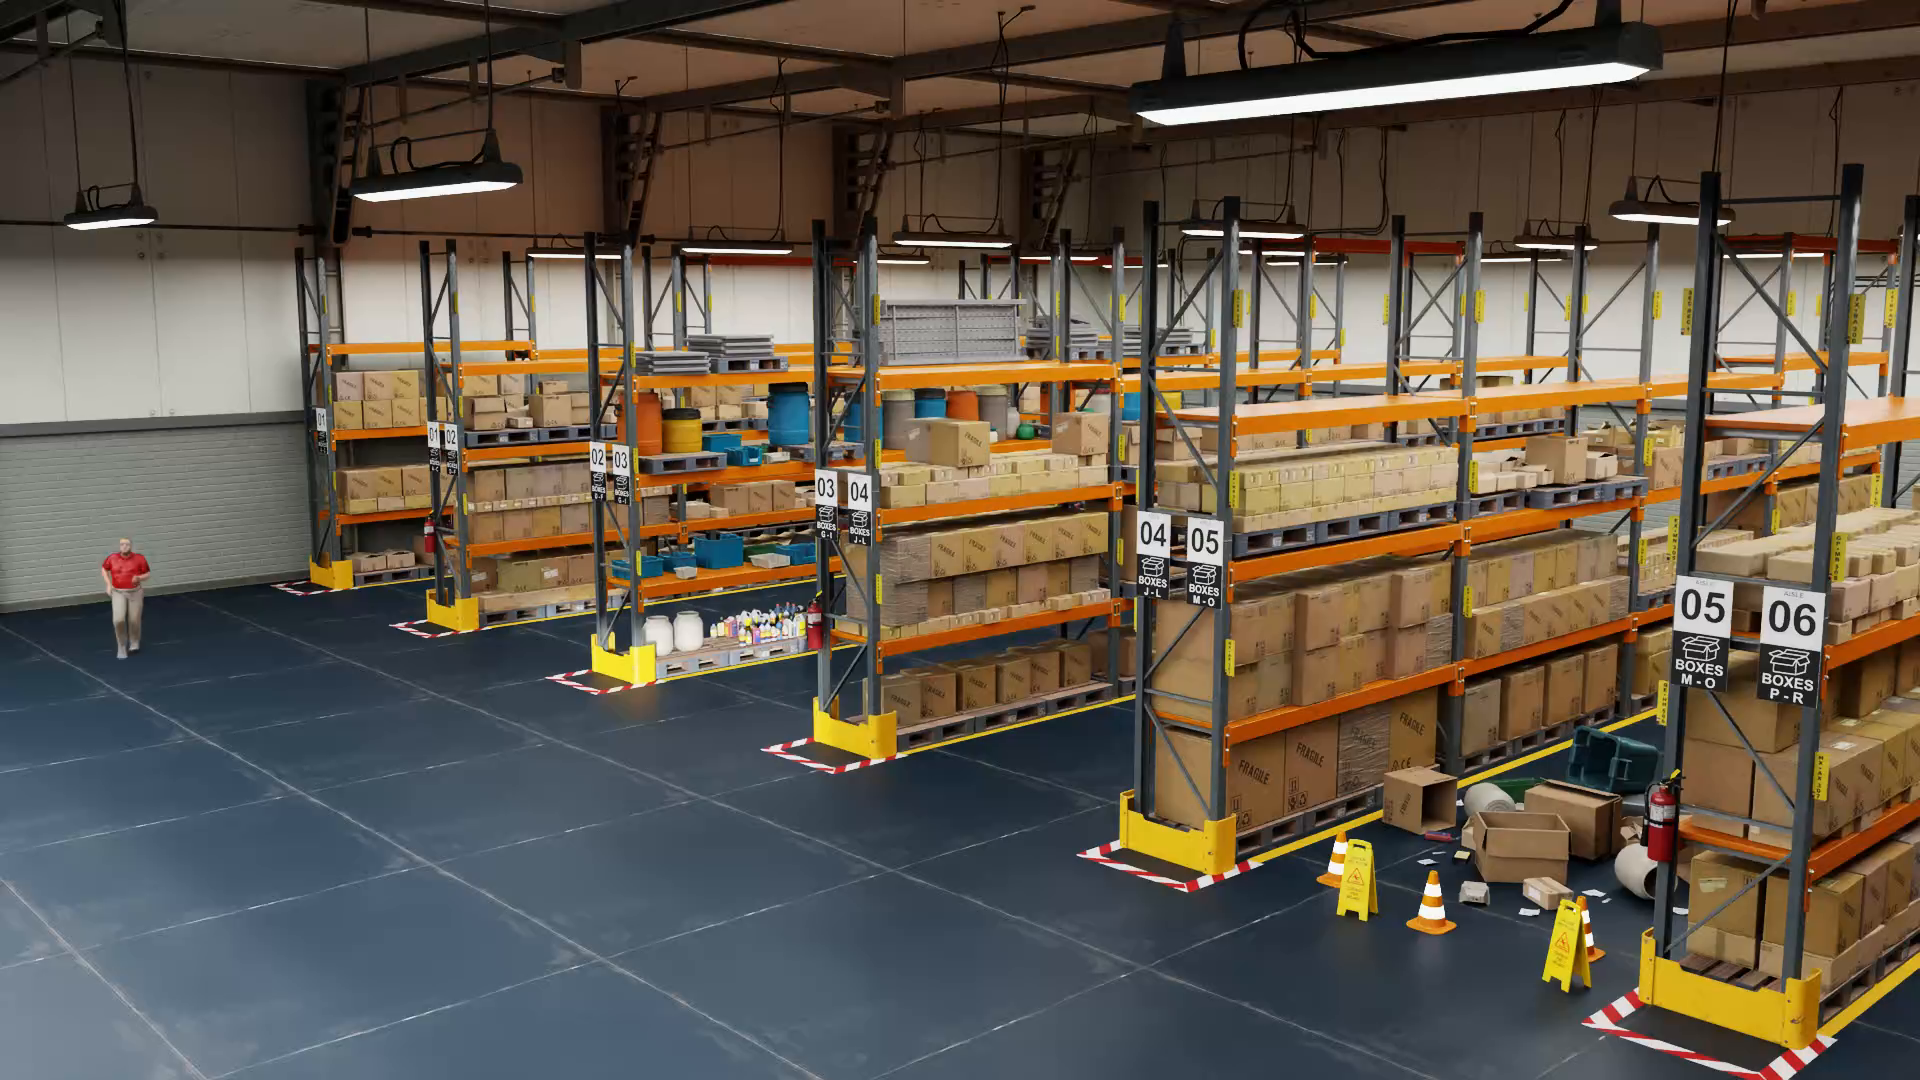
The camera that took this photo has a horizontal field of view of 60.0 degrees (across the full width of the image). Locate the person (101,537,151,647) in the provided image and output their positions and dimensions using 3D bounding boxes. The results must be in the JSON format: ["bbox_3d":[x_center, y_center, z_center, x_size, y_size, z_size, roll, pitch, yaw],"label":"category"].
[{"bbox_3d":[-11.953,0.748,23.870,0.635,1.593,0.739,-4,9,-25],"label":"person"}]

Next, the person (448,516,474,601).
[{"bbox_3d":[-8.421,0.089,28.514,0.688,1.781,0.950,4,9,23],"label":"person"}]
